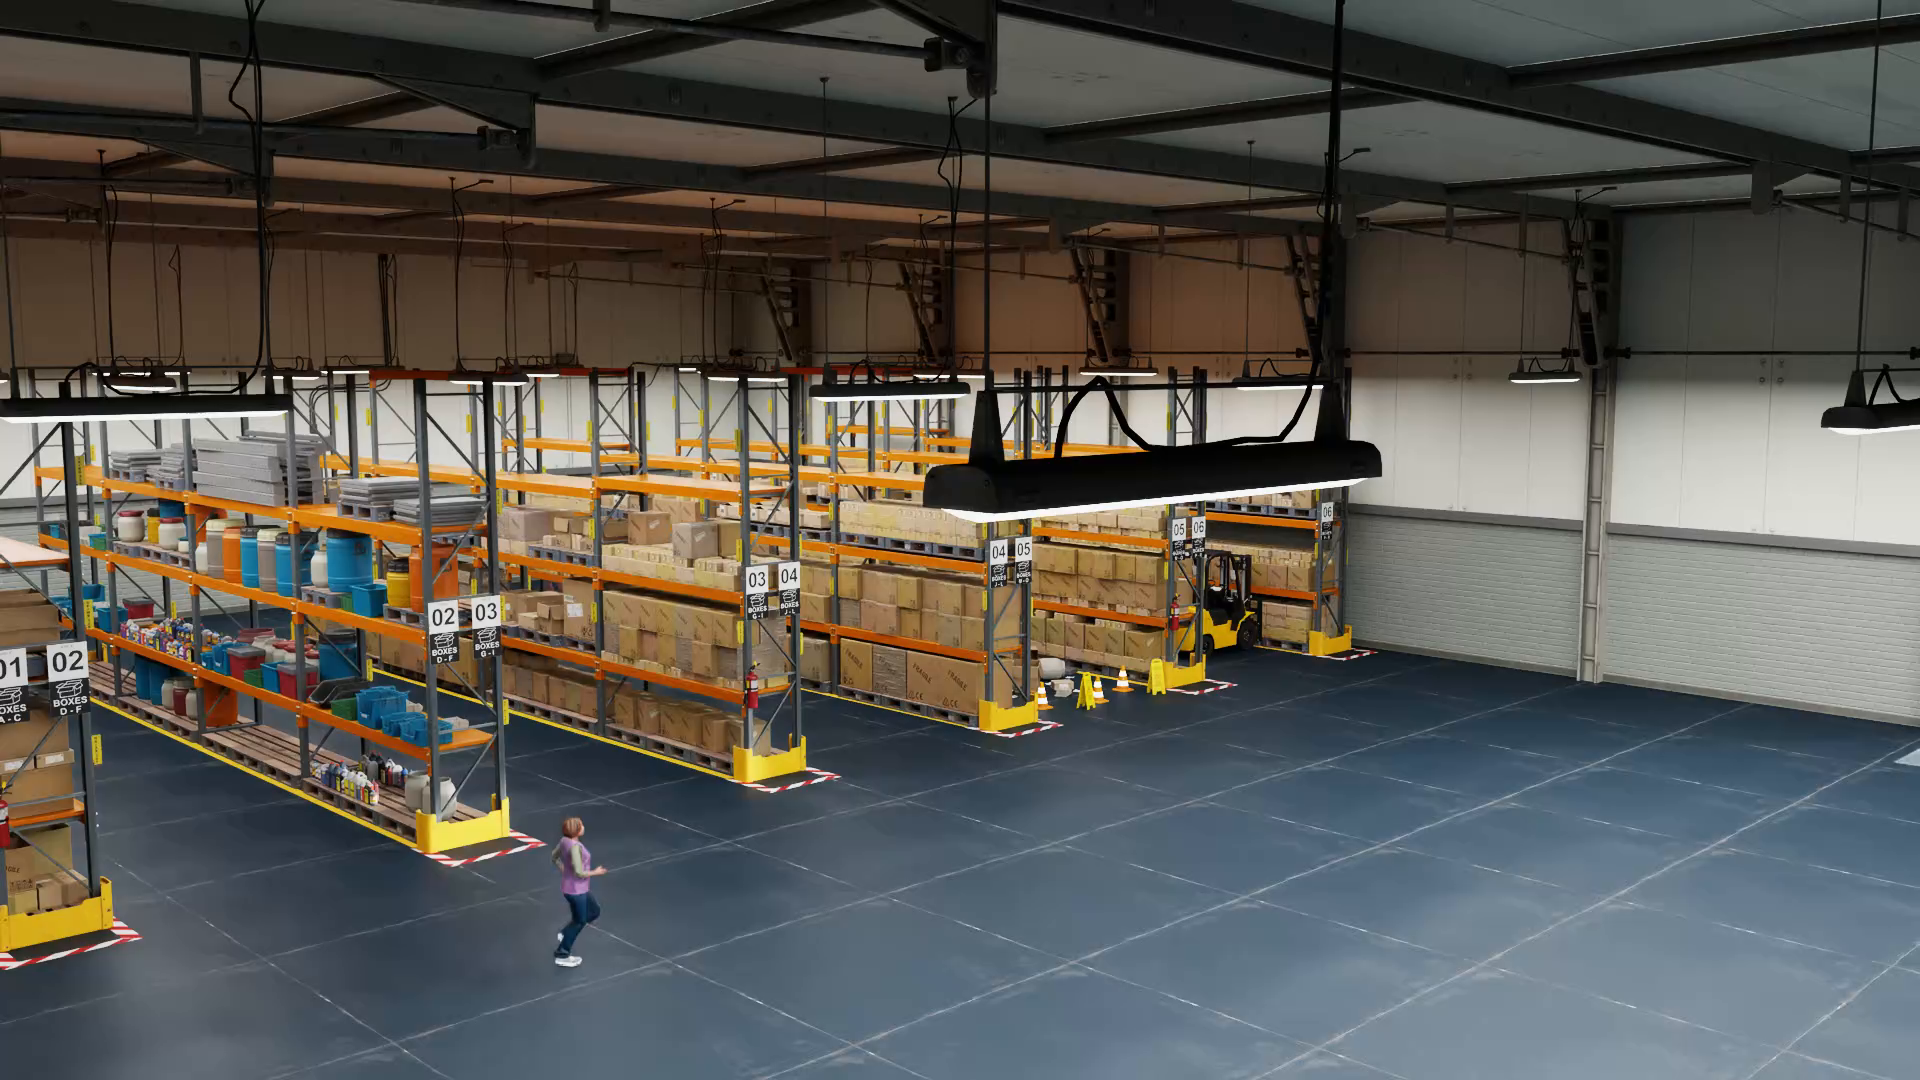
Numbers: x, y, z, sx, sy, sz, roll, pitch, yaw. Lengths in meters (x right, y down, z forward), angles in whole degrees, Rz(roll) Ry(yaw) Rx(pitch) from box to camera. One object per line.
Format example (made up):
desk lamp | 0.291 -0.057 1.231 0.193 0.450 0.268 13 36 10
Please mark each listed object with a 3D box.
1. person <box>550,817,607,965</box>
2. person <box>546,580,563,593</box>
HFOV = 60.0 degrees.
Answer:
person | -3.938 3.614 17.209 0.563 1.563 0.522 -3 7 -21
person | -10.115 0.815 41.689 0.692 1.705 0.548 -5 8 -40
